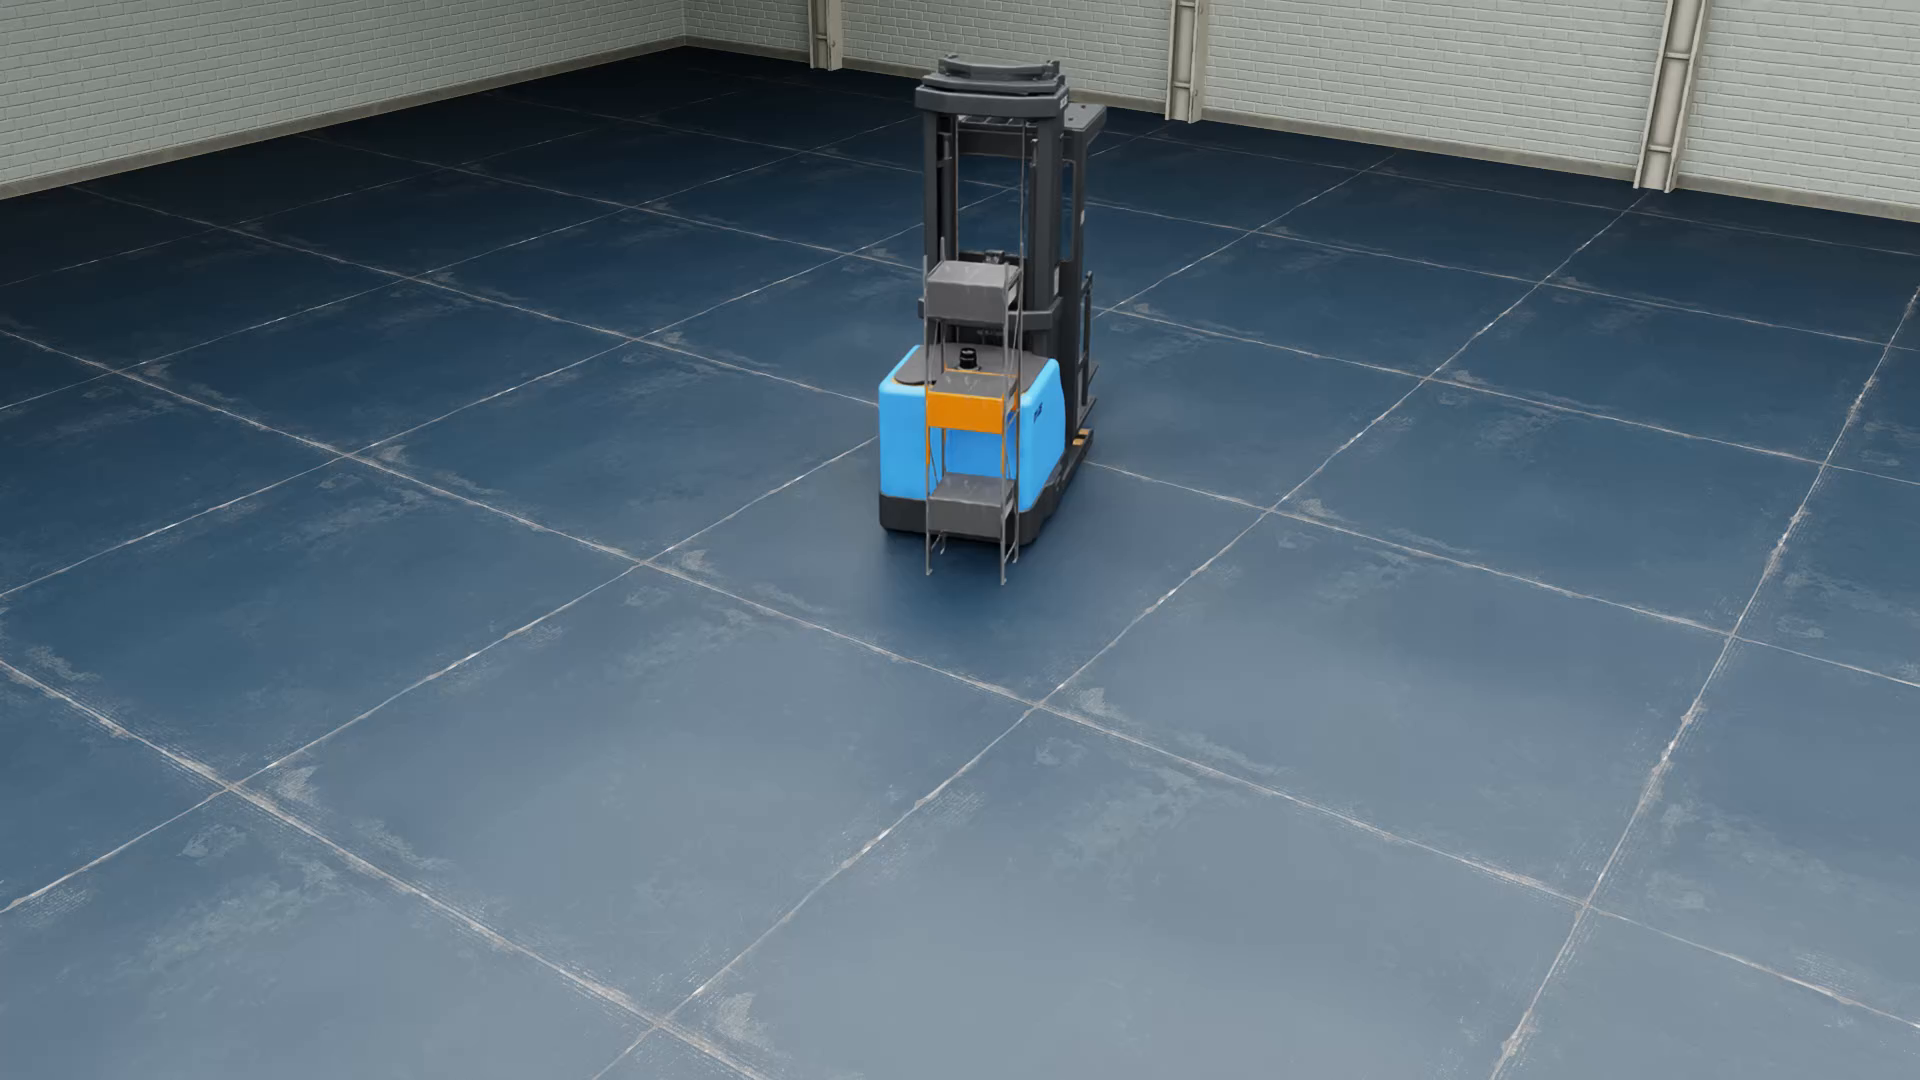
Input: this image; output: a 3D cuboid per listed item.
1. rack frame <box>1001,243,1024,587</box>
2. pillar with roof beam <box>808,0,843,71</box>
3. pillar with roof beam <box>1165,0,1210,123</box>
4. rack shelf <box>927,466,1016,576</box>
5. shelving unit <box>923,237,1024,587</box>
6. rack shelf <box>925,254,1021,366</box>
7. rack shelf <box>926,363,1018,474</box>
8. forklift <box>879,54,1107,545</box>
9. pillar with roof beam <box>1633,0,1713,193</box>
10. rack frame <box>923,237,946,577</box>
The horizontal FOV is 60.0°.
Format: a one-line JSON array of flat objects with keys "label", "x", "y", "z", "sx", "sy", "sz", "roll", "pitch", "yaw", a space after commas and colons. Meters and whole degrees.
[{"label": "rack frame", "x": 0.317, "y": -0.731, "z": 10.146, "sx": 0.015, "sy": 2.100, "sz": 0.400, "roll": 7, "pitch": 28, "yaw": 14}, {"label": "pillar with roof beam", "x": -4.437, "y": -9.491, "z": 19.752, "sx": 0.400, "sy": 9.000, "sz": 9.100, "roll": 17, "pitch": 32, "yaw": 30}, {"label": "pillar with roof beam", "x": 0.508, "y": -7.950, "z": 16.724, "sx": 0.400, "sy": 9.000, "sz": 9.100, "roll": 17, "pitch": 32, "yaw": 30}, {"label": "rack shelf", "x": 0.082, "y": -0.124, "z": 10.527, "sx": 0.480, "sy": 0.518, "sz": 0.431, "roll": 7, "pitch": 28, "yaw": 14}, {"label": "shelving unit", "x": 0.082, "y": -0.760, "z": 10.203, "sx": 0.503, "sy": 2.100, "sz": 0.431, "roll": 7, "pitch": 28, "yaw": 14}, {"label": "rack shelf", "x": 0.082, "y": -1.372, "z": 9.892, "sx": 0.480, "sy": 0.518, "sz": 0.431, "roll": 7, "pitch": 28, "yaw": 14}, {"label": "rack shelf", "x": 0.082, "y": -0.748, "z": 10.209, "sx": 0.480, "sy": 0.518, "sz": 0.431, "roll": 7, "pitch": 28, "yaw": 14}, {"label": "forklift", "x": 0.363, "y": -1.922, "z": 11.570, "sx": 1.130, "sy": 2.935, "sz": 3.031, "roll": 7, "pitch": 28, "yaw": 14}, {"label": "pillar with roof beam", "x": 5.454, "y": -6.409, "z": 13.697, "sx": 0.400, "sy": 9.000, "sz": 9.100, "roll": 17, "pitch": 32, "yaw": 30}, {"label": "rack frame", "x": -0.154, "y": -0.789, "z": 10.260, "sx": 0.015, "sy": 2.100, "sz": 0.400, "roll": 7, "pitch": 28, "yaw": 14}]
